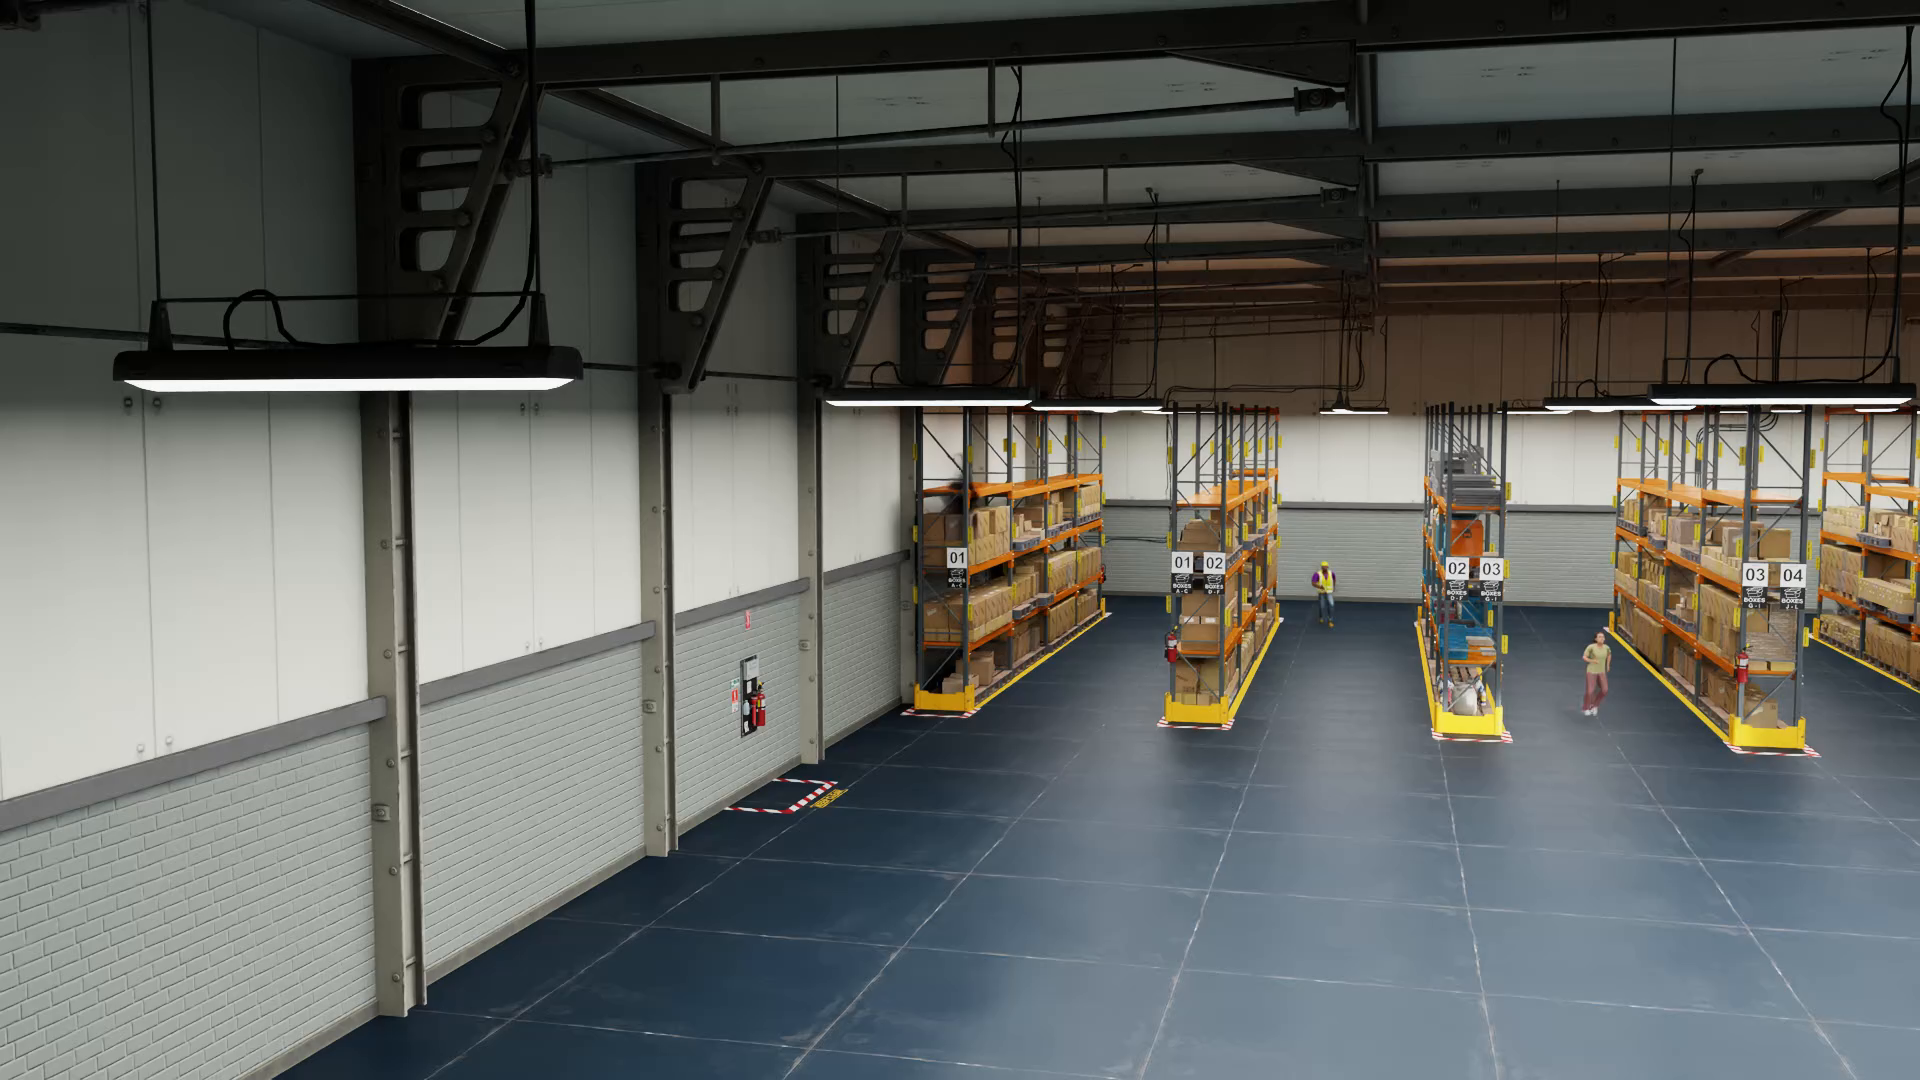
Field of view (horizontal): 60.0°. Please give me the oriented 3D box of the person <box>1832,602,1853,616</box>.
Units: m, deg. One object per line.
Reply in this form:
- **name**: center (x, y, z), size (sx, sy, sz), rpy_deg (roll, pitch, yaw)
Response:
- **person**: center (23.460, 1.619, 44.081), size (0.830, 1.731, 0.580), rpy_deg (0, 4, 0)

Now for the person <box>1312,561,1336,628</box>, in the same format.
- **person**: center (9.969, 1.479, 45.477), size (0.708, 1.799, 0.804), rpy_deg (0, 4, 0)

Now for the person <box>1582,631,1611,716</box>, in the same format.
- **person**: center (12.203, 2.558, 31.777), size (0.613, 1.625, 0.627), rpy_deg (0, 4, -1)
